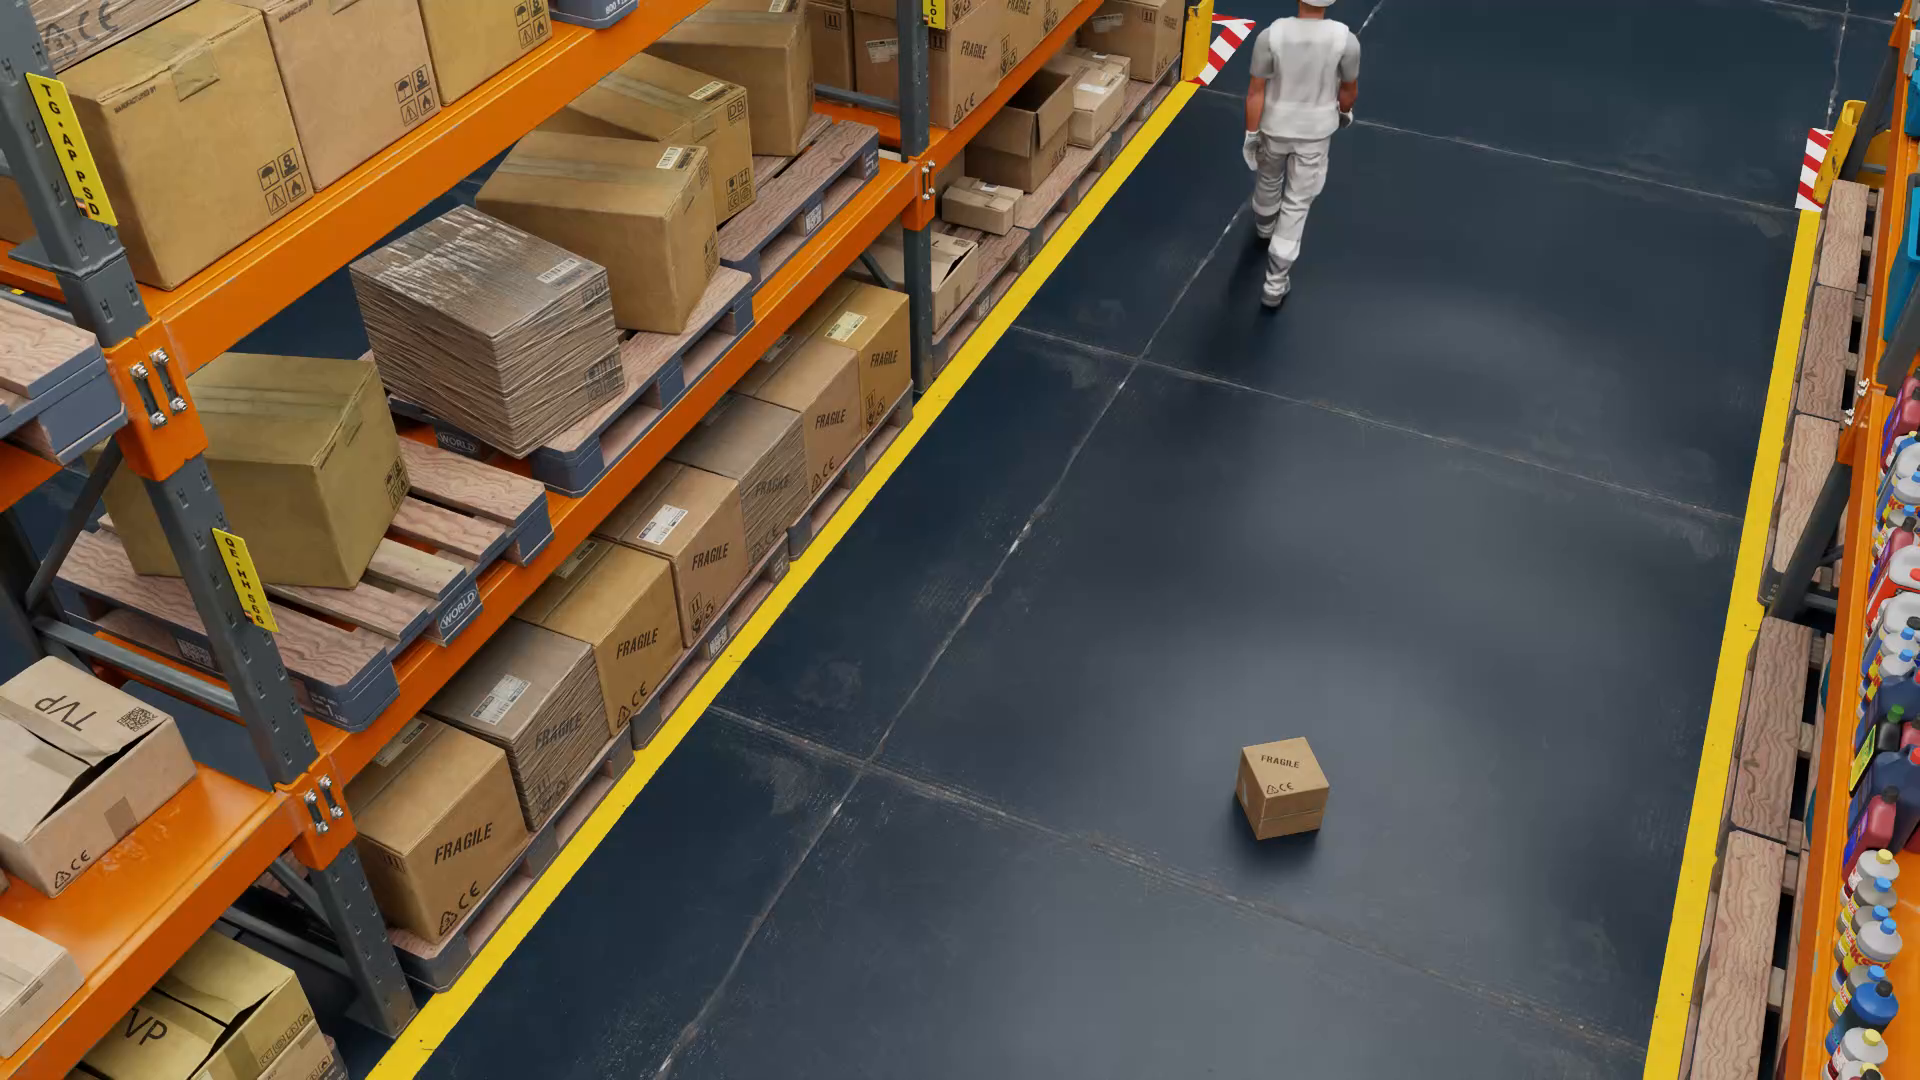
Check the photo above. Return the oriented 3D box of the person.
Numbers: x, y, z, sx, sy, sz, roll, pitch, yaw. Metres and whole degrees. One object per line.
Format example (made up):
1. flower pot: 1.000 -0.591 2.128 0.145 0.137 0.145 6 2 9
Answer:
1. person: 1.759 -2.182 8.570 0.528 1.731 0.977 13 43 14
